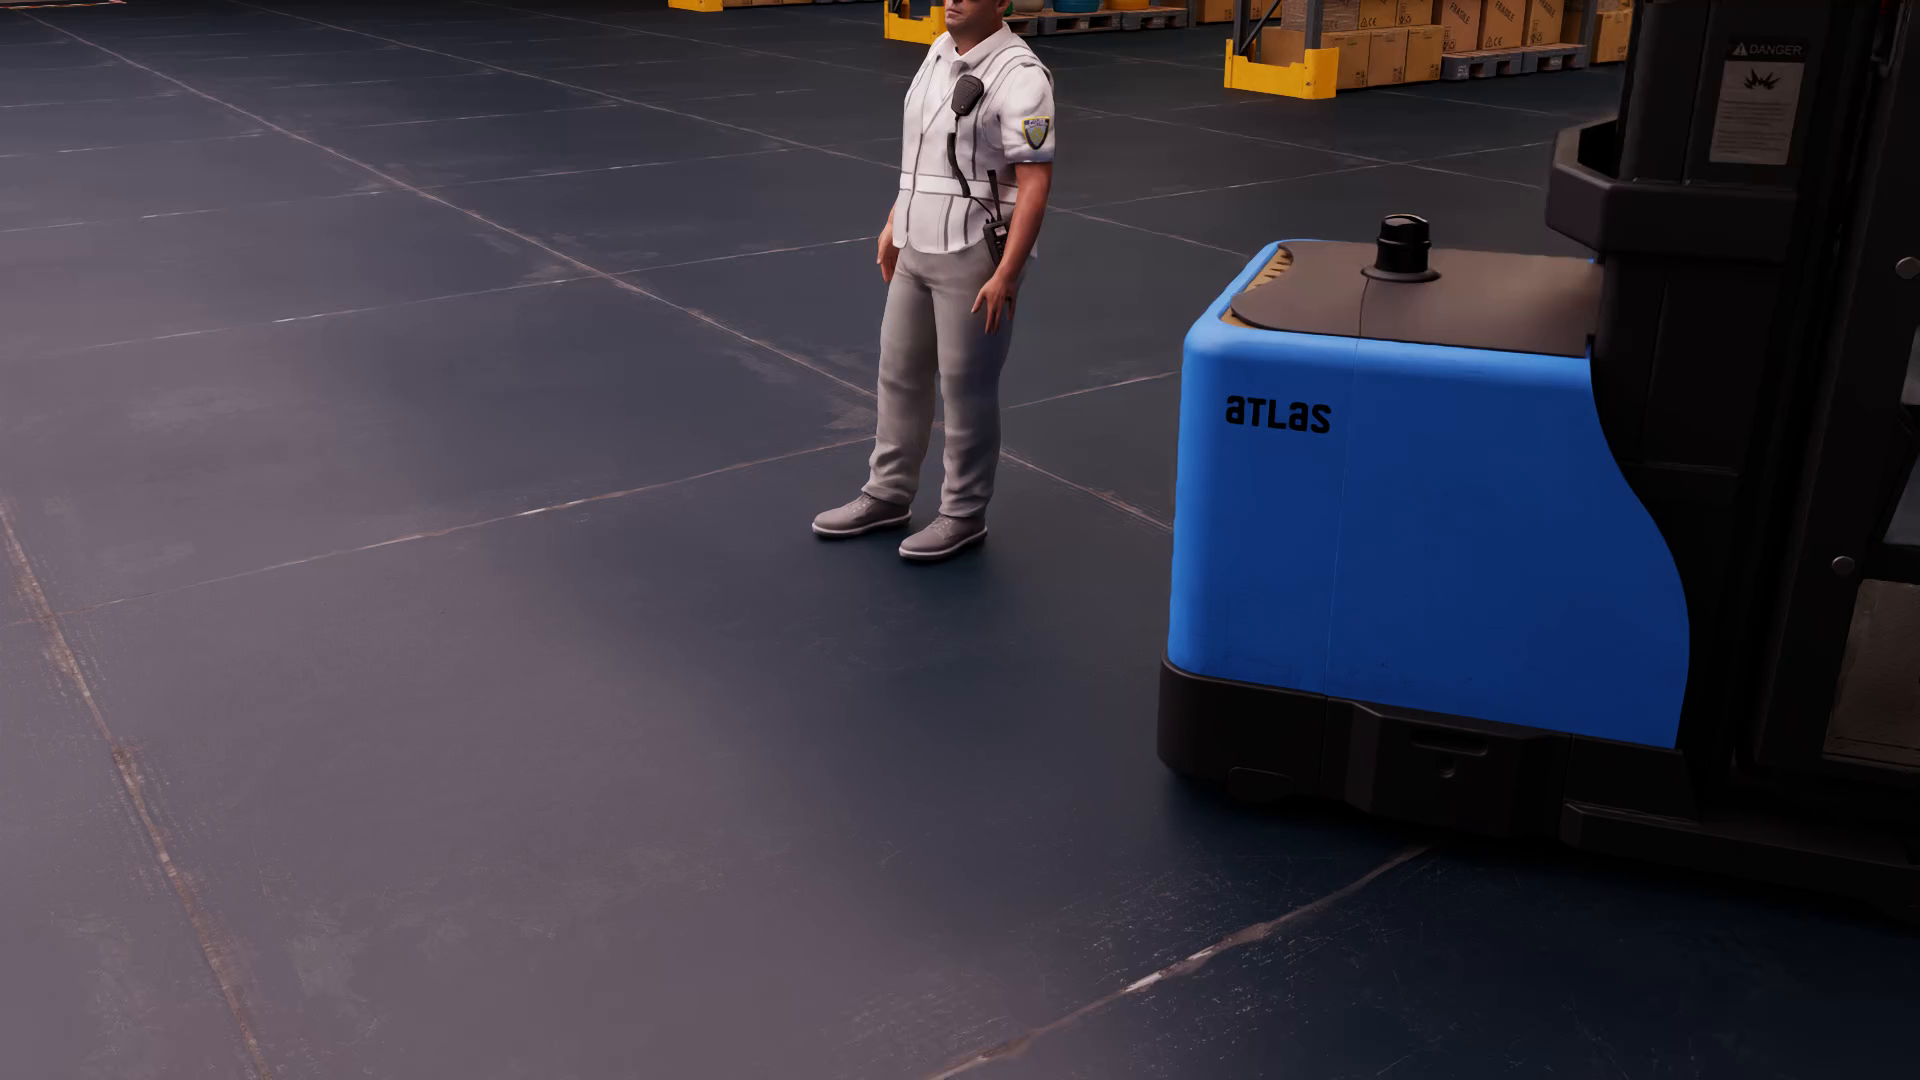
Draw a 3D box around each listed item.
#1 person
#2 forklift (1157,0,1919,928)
[{"bbox_3d":[-0.070,-0.819,4.794,0.575,1.781,0.640,-15,26,-32],"label":"person"},{"bbox_3d":[2.020,-0.776,3.175,3.031,2.935,1.130,8,23,18],"label":"forklift"}]
